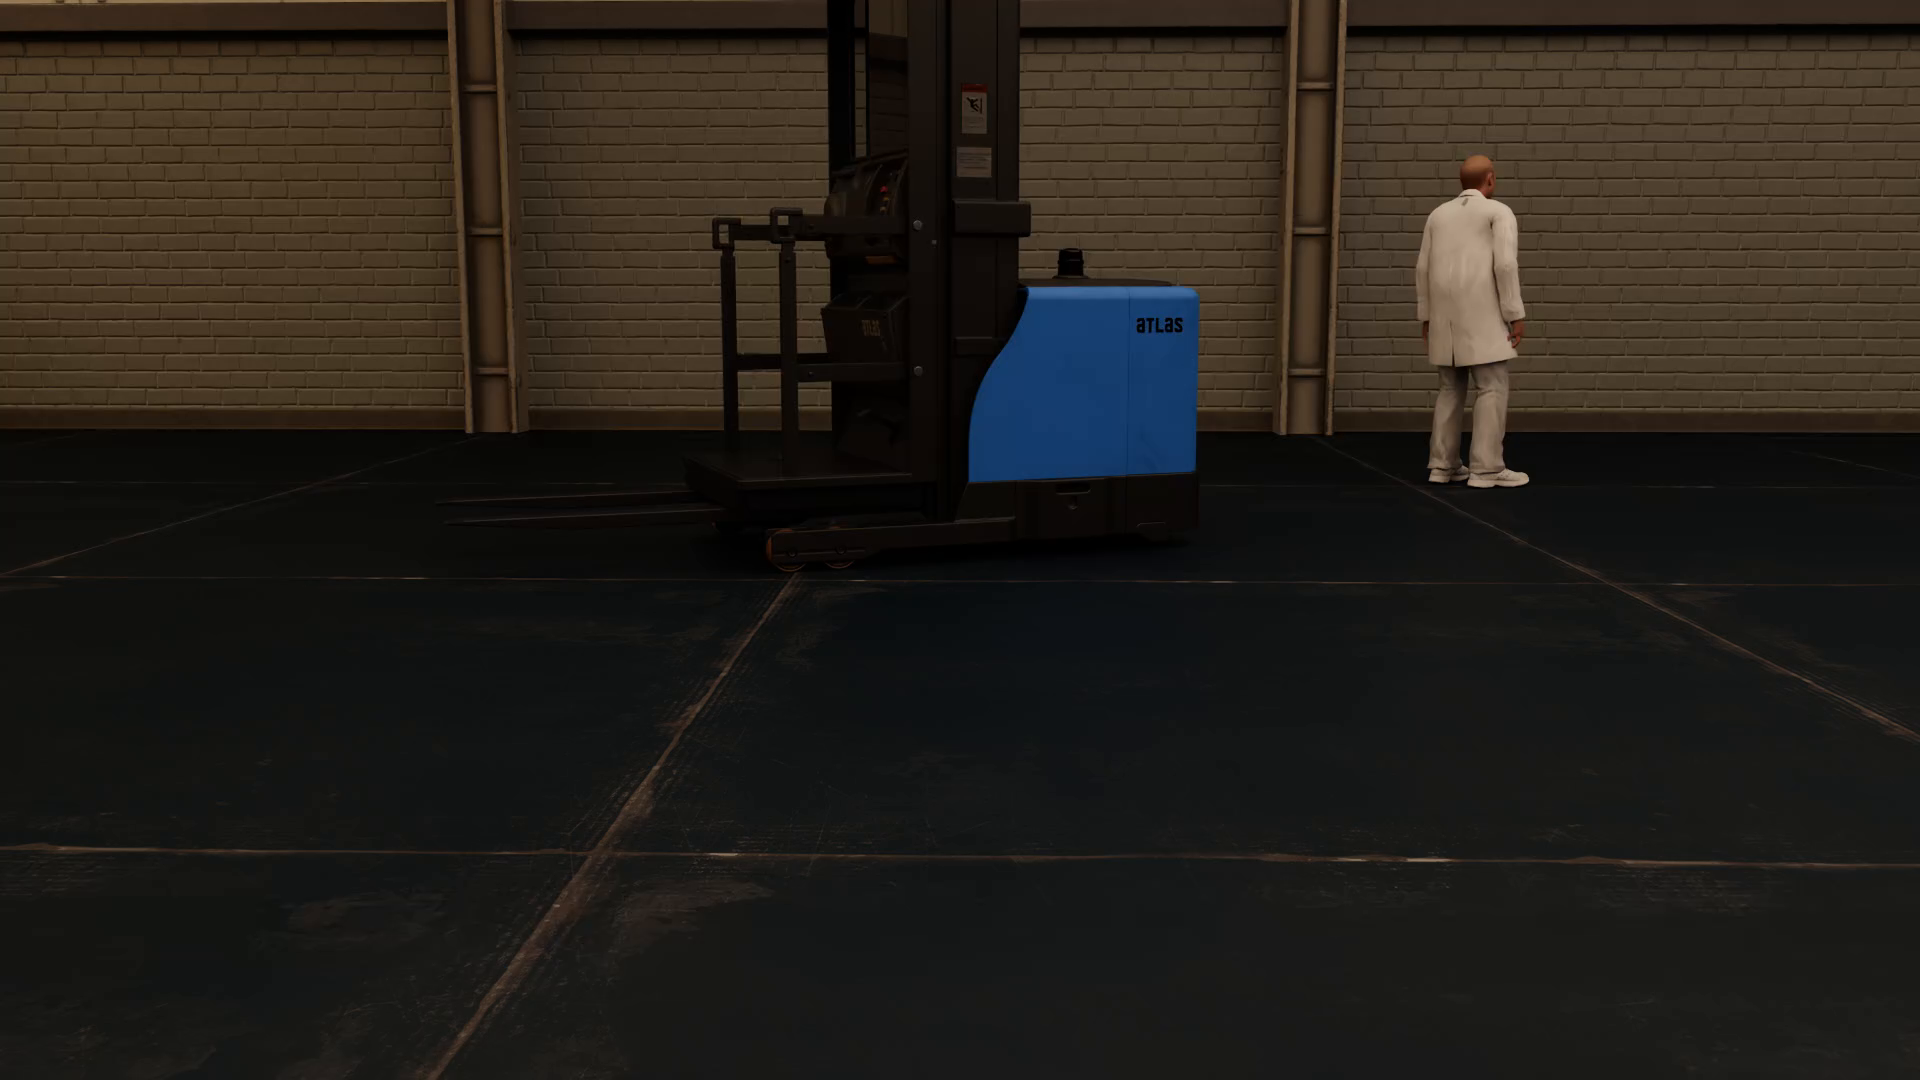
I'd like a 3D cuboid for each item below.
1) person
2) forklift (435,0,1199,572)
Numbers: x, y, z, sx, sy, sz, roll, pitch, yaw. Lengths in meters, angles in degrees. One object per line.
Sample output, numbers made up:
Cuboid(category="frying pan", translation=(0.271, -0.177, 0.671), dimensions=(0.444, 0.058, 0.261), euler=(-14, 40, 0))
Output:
Cuboid(category="person", translation=(2.771, -1.188, 9.034), dimensions=(0.436, 1.773, 0.650), euler=(-7, 11, -38))
Cuboid(category="forklift", translation=(-0.569, -1.416, 6.694), dimensions=(3.031, 2.935, 1.130), euler=(-3, 9, -20))
